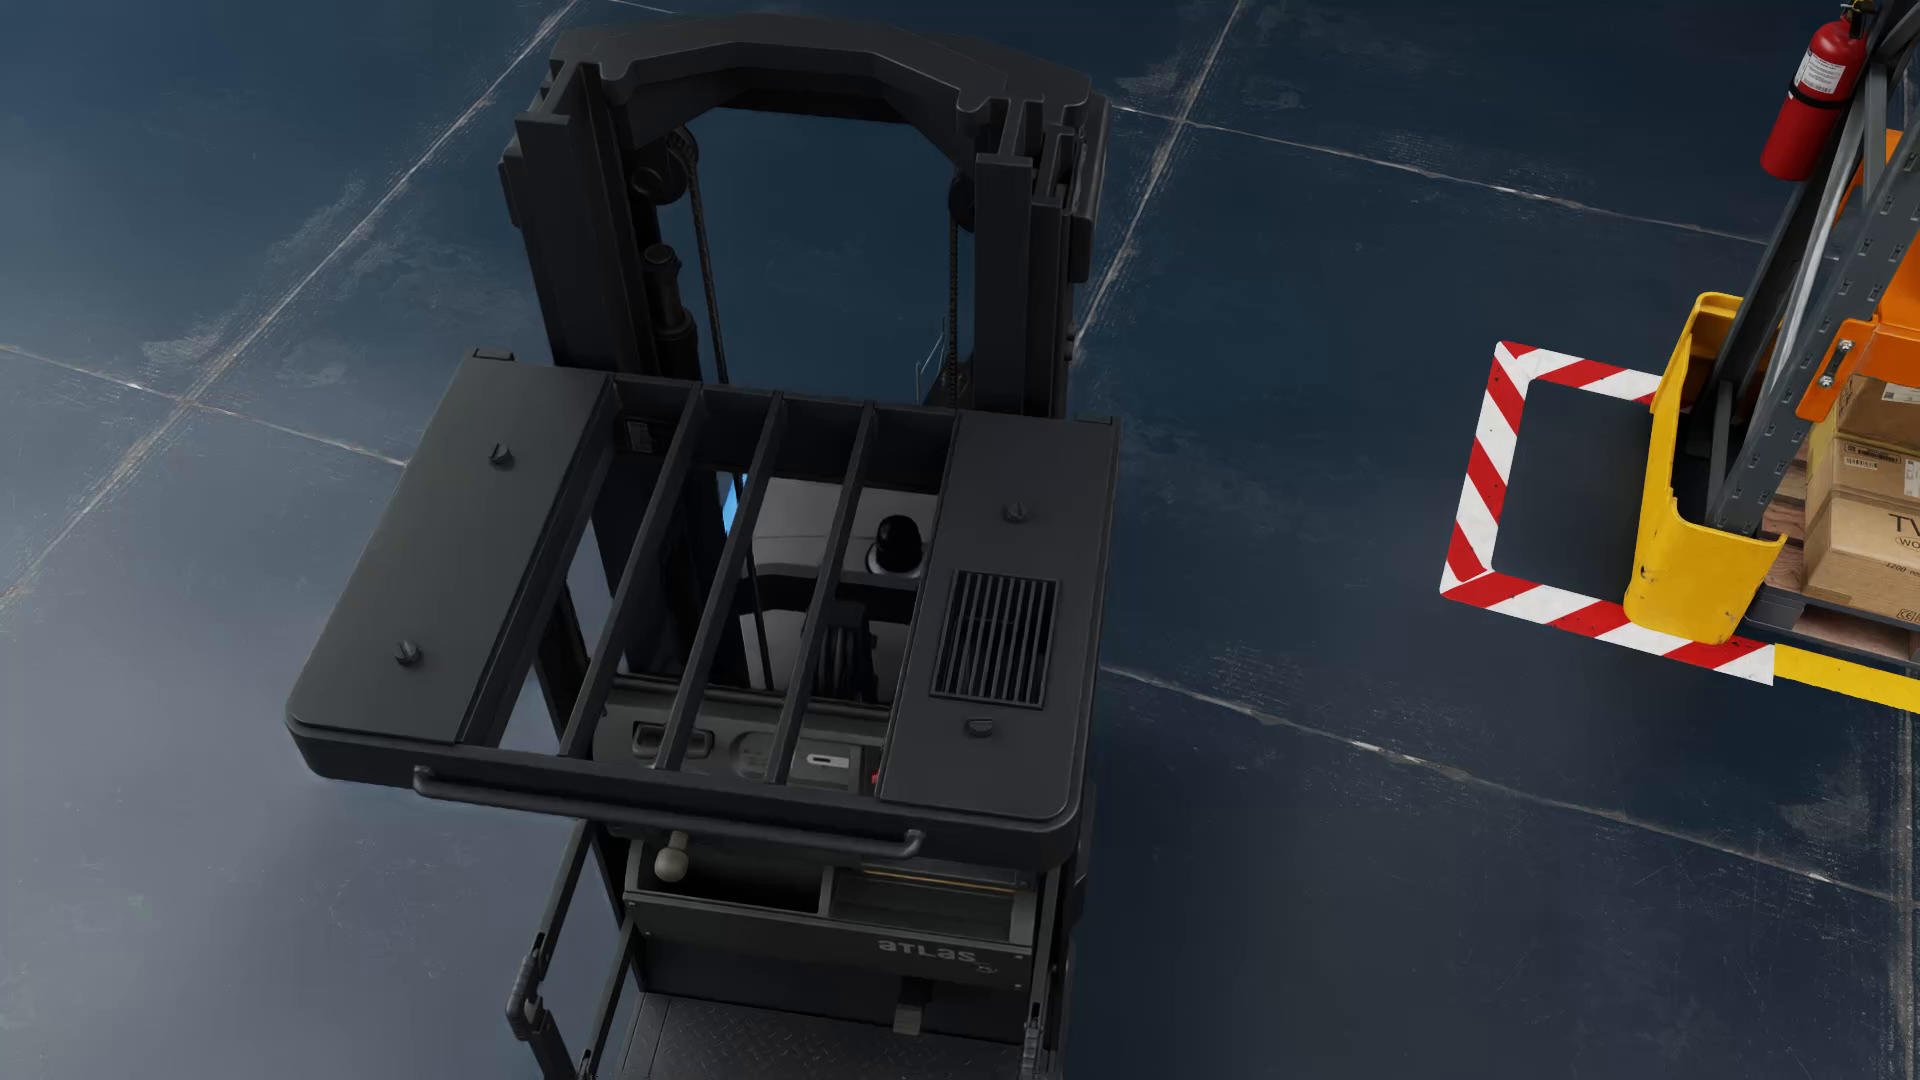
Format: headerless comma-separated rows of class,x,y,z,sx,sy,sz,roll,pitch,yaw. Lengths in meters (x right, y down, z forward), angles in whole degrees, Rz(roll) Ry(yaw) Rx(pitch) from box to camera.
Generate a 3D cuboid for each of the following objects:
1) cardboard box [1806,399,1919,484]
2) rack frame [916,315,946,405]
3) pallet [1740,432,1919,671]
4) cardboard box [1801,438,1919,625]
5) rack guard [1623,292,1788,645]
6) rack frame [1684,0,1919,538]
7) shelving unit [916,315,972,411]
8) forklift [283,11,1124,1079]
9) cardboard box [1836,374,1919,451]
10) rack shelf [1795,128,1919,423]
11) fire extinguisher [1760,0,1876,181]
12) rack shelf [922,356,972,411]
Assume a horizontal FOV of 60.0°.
cardboard box,3.186,-0.381,5.637,0.500,0.250,0.500,16,51,13
rack frame,-0.088,-0.319,5.431,0.006,0.900,0.240,16,51,13
pallet,3.313,0.008,5.603,1.213,0.211,1.003,16,51,13
cardboard box,3.007,-0.014,5.319,0.500,0.250,0.500,16,51,13
rack guard,2.558,-0.263,5.647,0.348,0.500,1.175,16,51,13
rack frame,2.581,-1.075,4.697,0.127,3.000,1.000,16,51,13
shelving unit,0.008,-0.293,5.408,0.210,0.900,0.258,16,51,13
forklift,-0.321,0.644,3.252,1.130,2.935,3.031,7,49,6
cardboard box,3.187,-0.629,5.355,0.500,0.500,0.500,16,51,13
rack shelf,4.457,-0.316,4.515,4.000,0.370,1.077,16,51,13
fire extinguisher,2.631,-1.410,5.039,0.183,0.674,0.296,16,51,13
rack shelf,0.008,-0.448,5.229,0.200,0.077,0.258,16,51,13
